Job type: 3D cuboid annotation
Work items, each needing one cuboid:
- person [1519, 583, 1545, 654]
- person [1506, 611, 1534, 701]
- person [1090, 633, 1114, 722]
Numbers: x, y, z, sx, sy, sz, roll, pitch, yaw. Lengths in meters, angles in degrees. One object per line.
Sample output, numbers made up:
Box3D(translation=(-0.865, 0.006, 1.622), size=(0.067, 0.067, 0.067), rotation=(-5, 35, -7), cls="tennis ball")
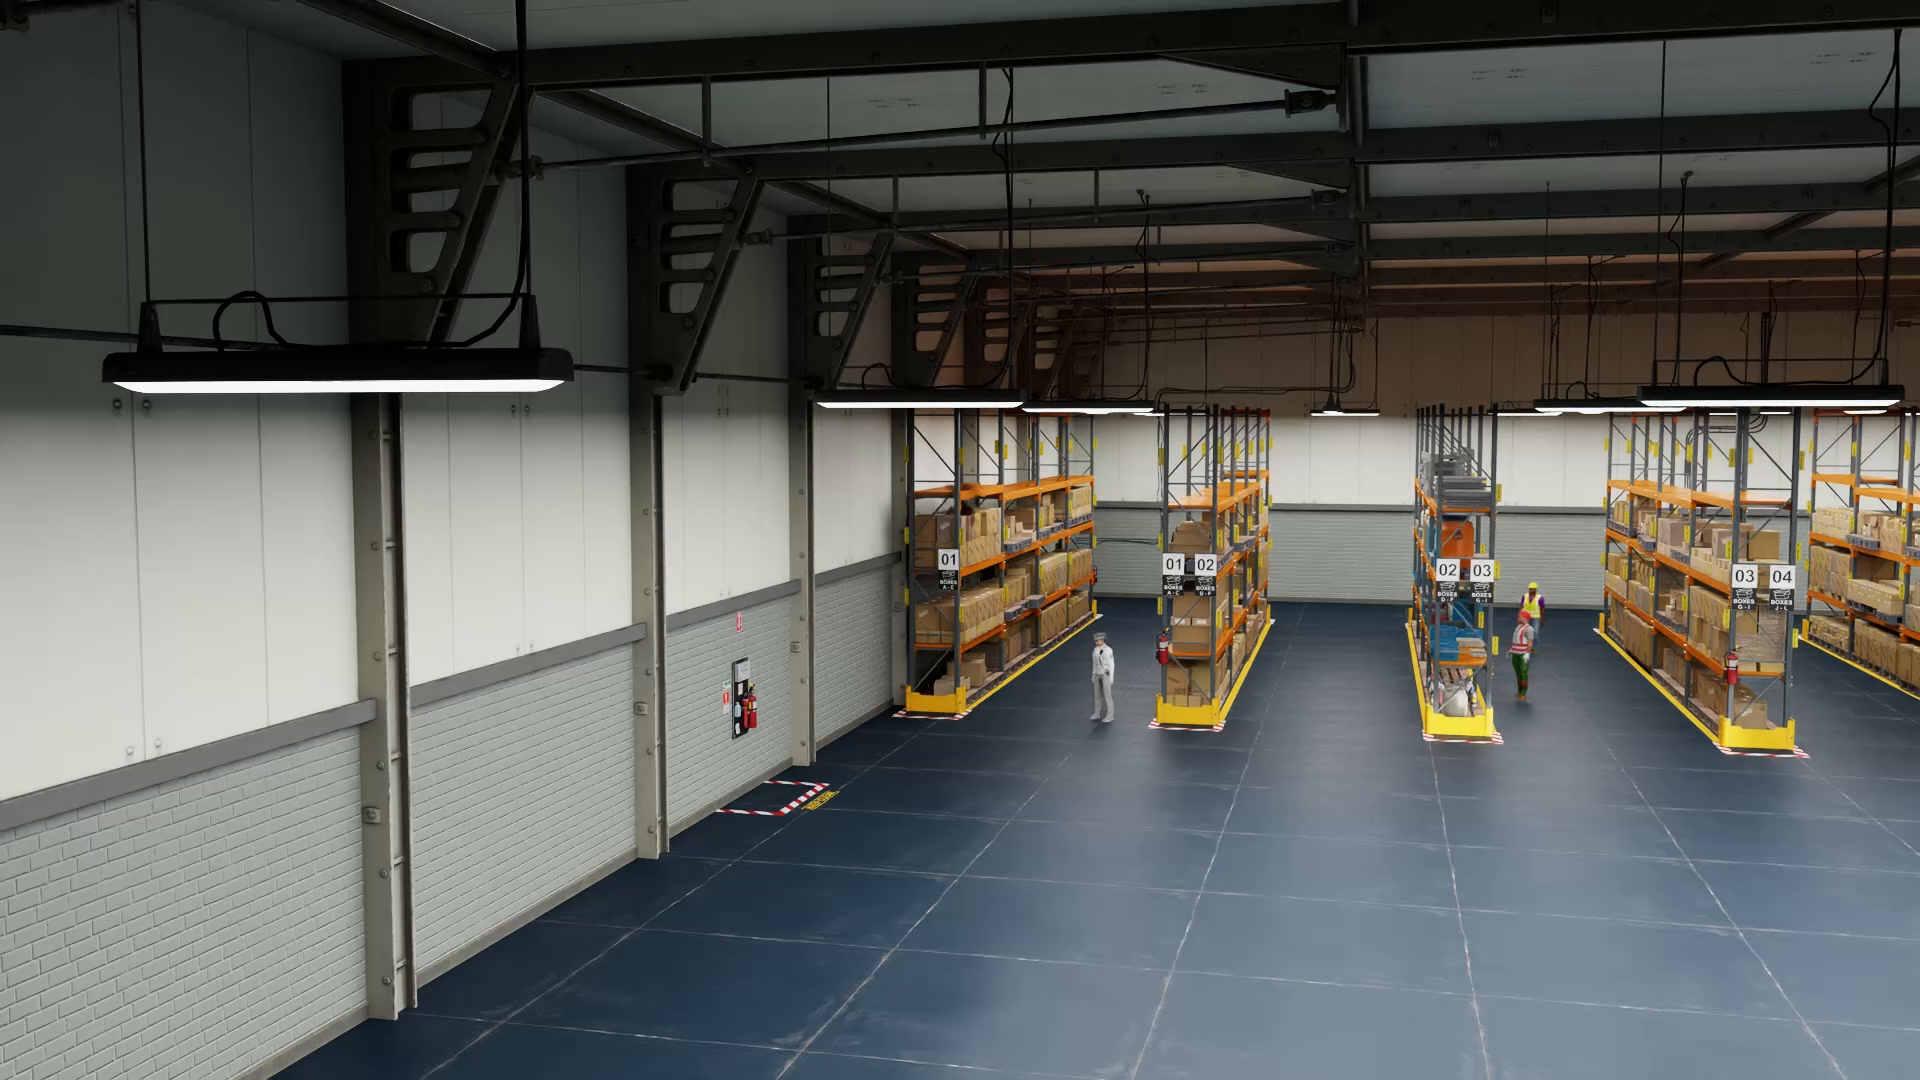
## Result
Box3D(translation=(13.960, 1.895, 40.630), size=(0.617, 1.722, 0.856), rotation=(1, 4, 11), cls="person")
Box3D(translation=(11.473, 2.364, 34.053), size=(0.511, 1.829, 0.569), rotation=(-3, 5, -32), cls="person")
Box3D(translation=(2.698, 2.589, 31.582), size=(0.361, 1.669, 0.571), rotation=(-3, 5, -34), cls="person")
